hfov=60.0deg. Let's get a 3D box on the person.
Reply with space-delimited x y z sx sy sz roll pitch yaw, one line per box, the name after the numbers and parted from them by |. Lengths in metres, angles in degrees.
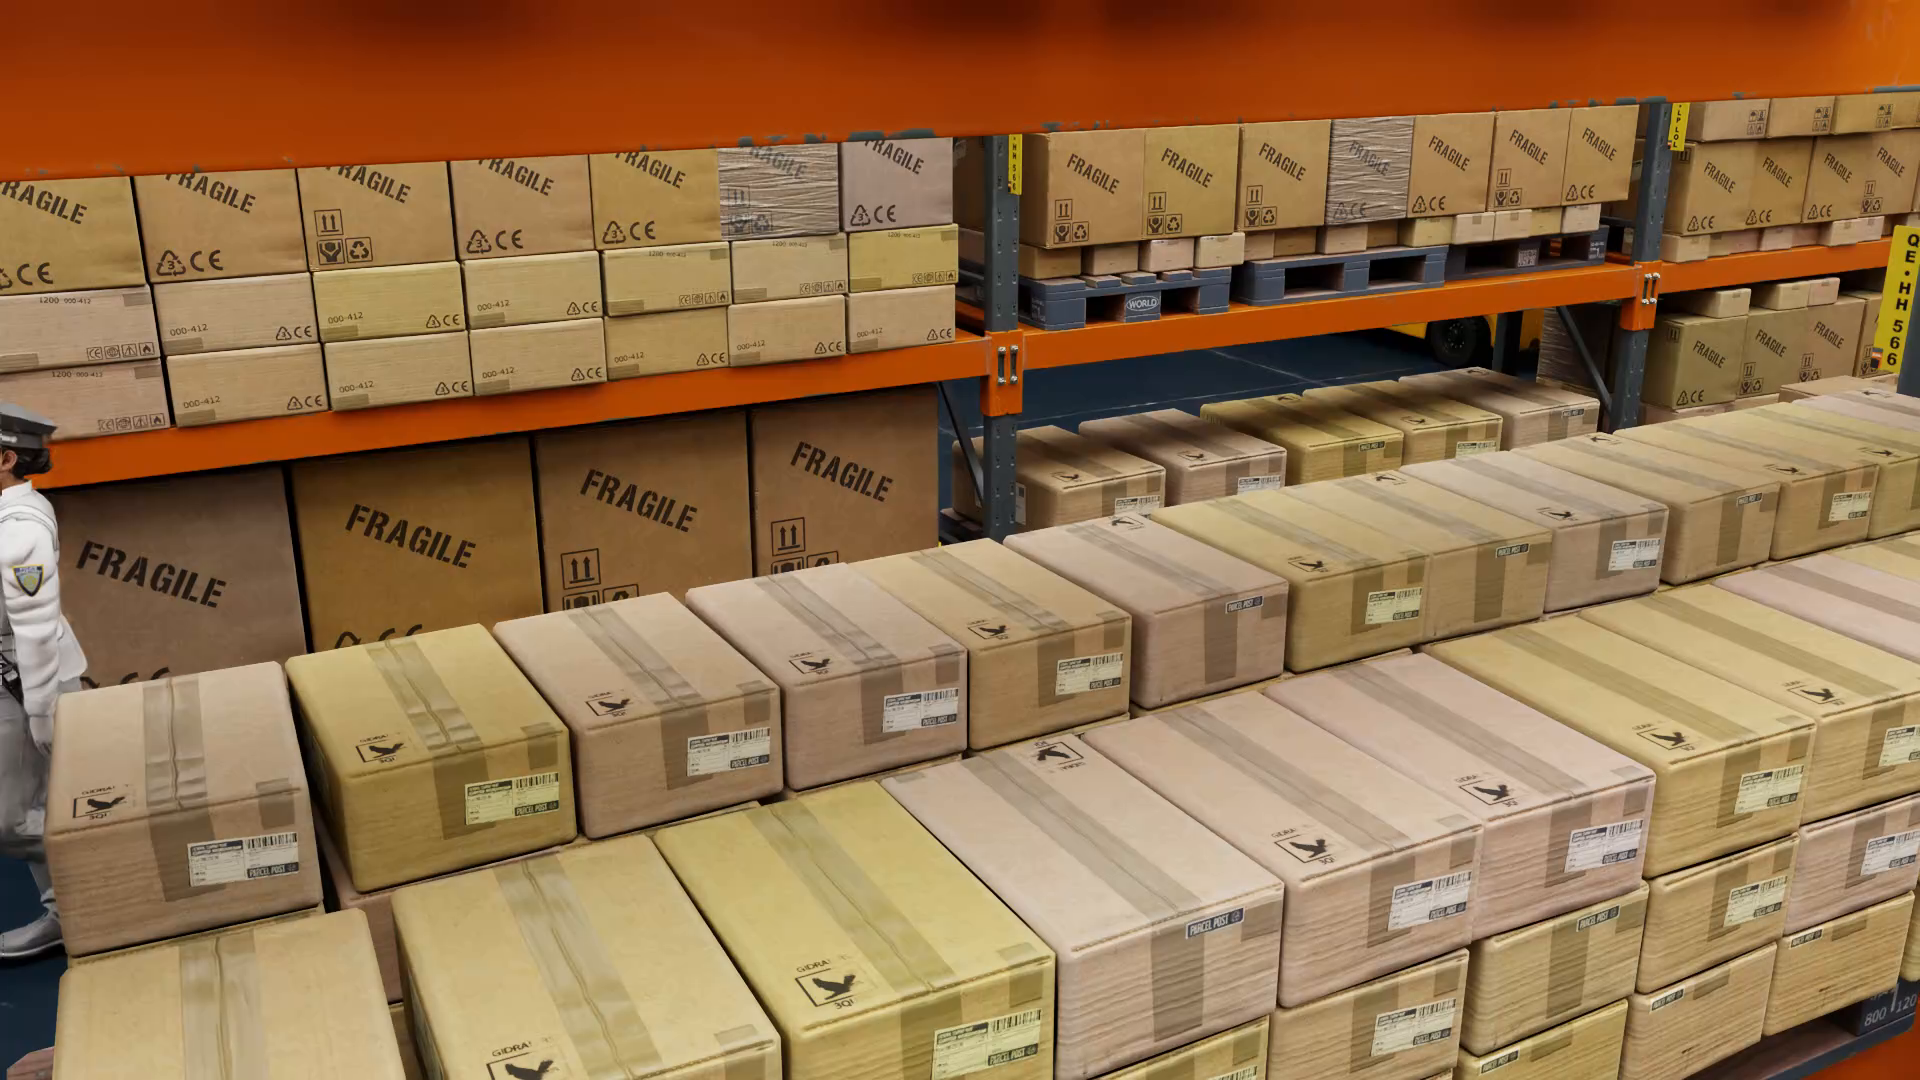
-2.614 0.408 4.735 0.524 1.679 0.485 -11 21 -29 | person
